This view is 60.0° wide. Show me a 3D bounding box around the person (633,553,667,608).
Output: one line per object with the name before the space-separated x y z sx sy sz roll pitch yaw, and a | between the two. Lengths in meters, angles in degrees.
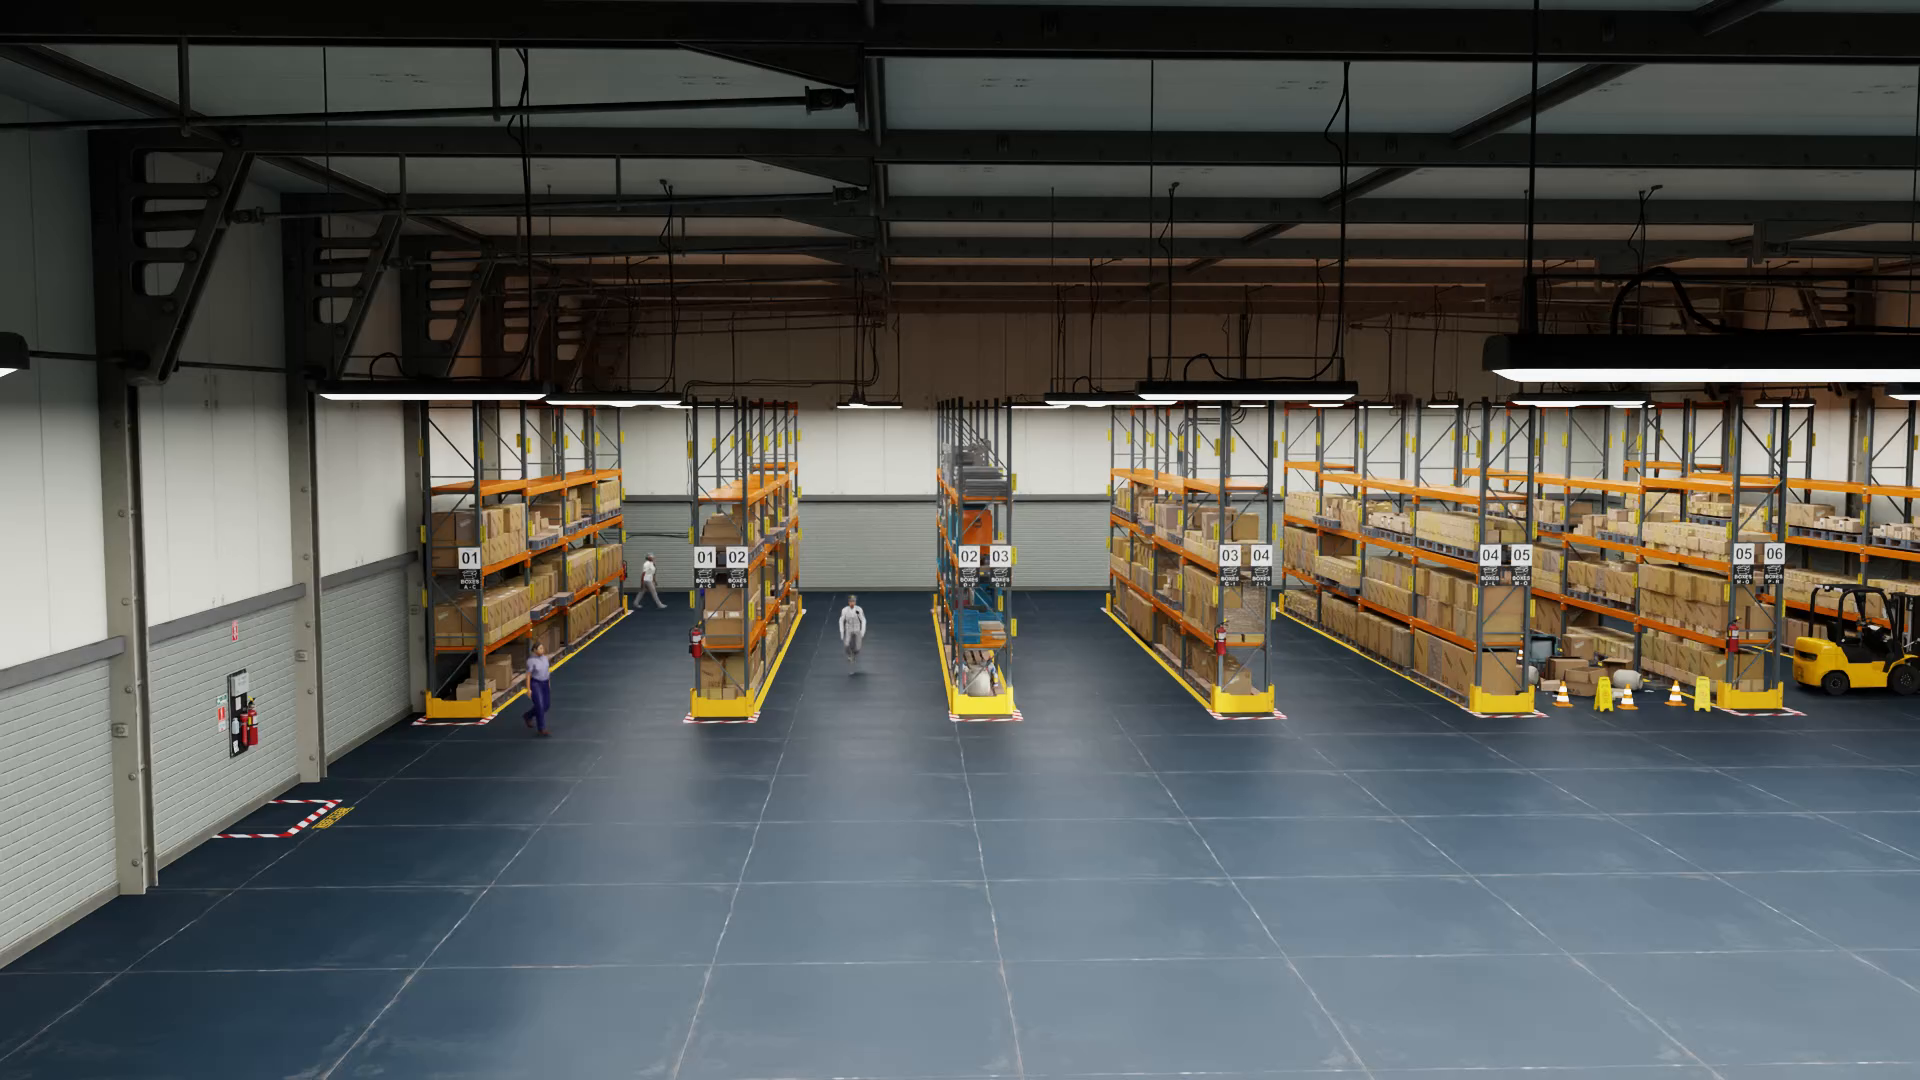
person | -9.007 1.163 48.260 1.018 1.612 0.438 0 4 -6

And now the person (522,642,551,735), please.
person | -7.524 2.612 29.629 0.803 1.618 0.529 2 5 28

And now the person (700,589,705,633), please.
person | -6.619 1.568 43.242 0.527 1.594 1.033 0 4 -5

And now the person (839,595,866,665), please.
person | -2.355 1.984 36.415 0.583 1.584 0.670 0 4 -3
